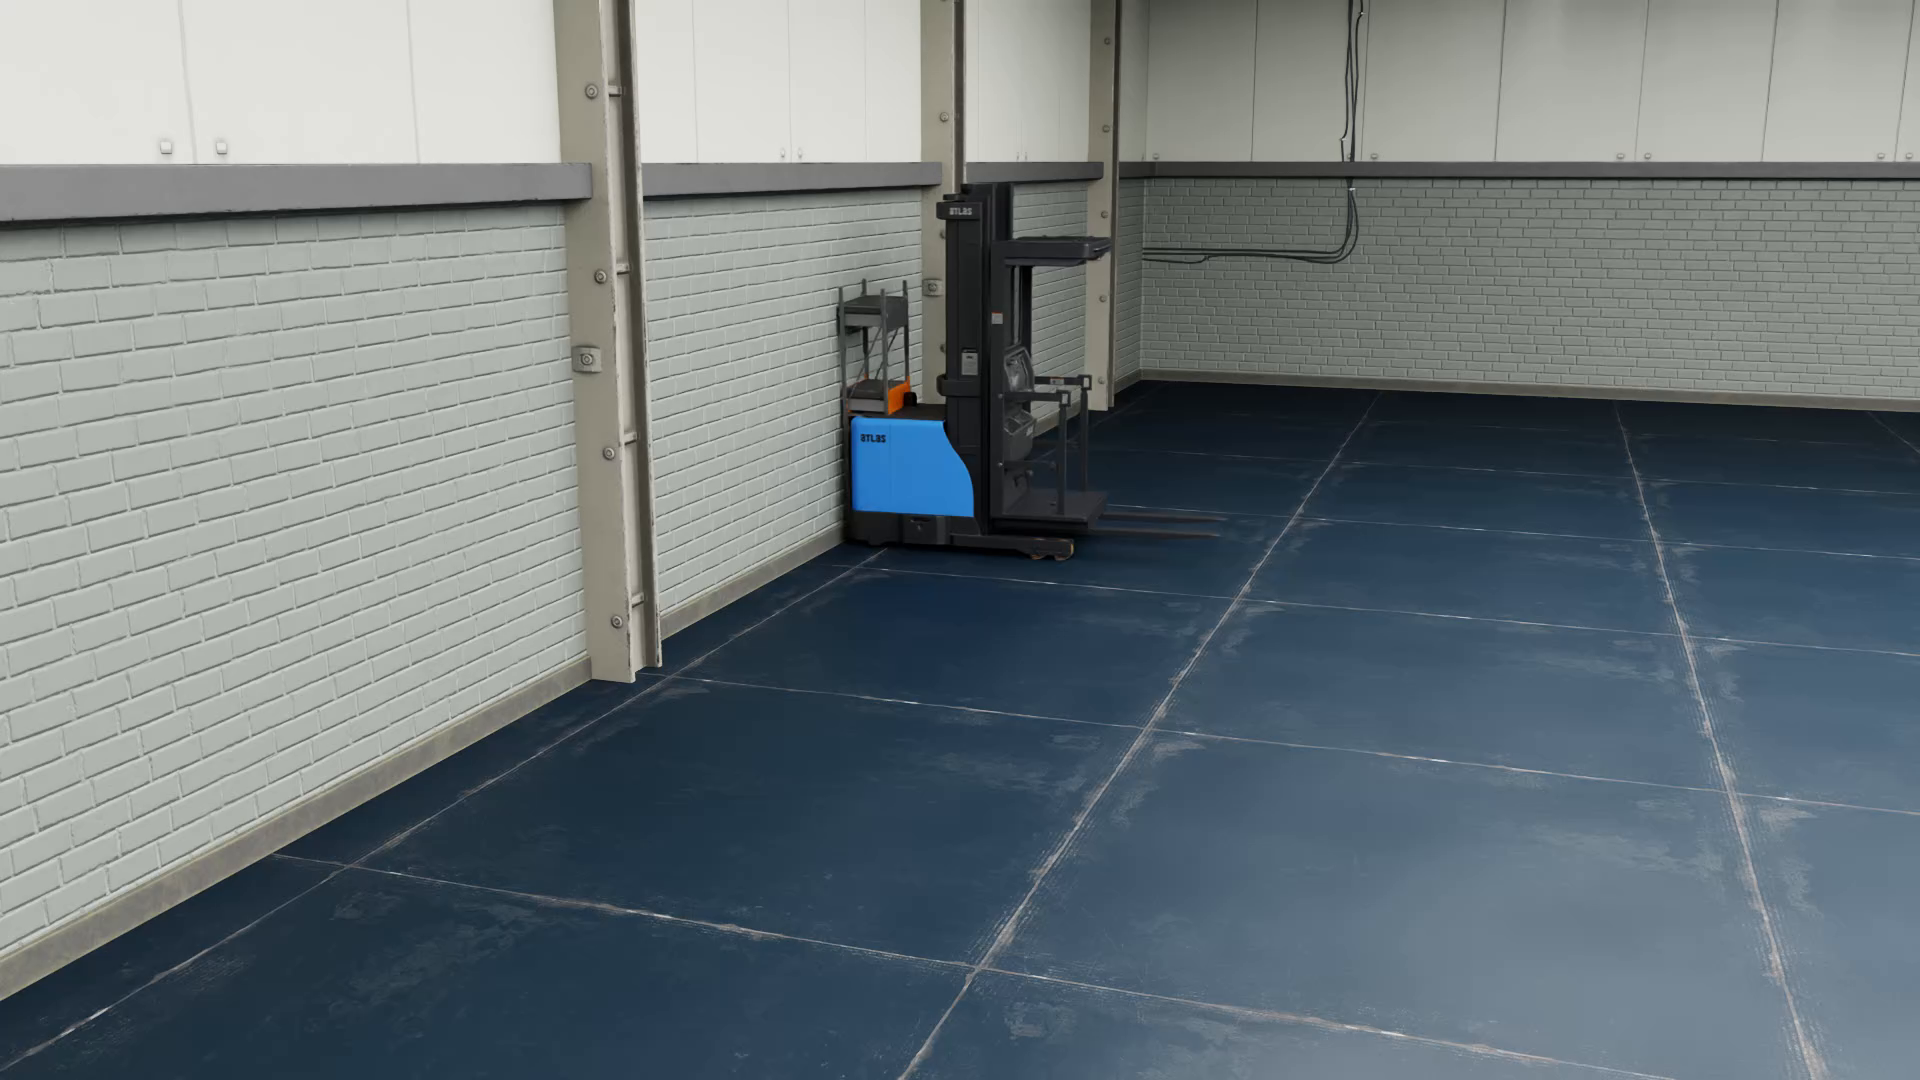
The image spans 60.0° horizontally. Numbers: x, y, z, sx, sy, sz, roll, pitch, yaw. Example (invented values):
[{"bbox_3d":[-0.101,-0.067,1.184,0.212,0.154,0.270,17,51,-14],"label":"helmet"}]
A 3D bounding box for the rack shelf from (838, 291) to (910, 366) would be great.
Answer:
[{"bbox_3d":[-0.702,-1.742,13.661,0.431,0.518,0.480,5,18,19],"label":"rack shelf"}]

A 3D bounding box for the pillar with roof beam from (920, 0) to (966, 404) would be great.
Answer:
[{"bbox_3d":[3.924,-4.519,13.566,9.100,9.000,0.400,4,14,18],"label":"pillar with roof beam"}]

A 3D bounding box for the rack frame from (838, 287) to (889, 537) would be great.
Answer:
[{"bbox_3d":[-0.772,-1.017,13.641,0.400,2.100,0.015,5,18,19],"label":"rack frame"}]

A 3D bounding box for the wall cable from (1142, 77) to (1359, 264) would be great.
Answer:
[{"bbox_3d":[3.996,-5.104,23.105,3.097,2.526,0.112,4,14,18],"label":"wall cable"}]

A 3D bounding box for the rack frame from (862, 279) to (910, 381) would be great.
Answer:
[{"bbox_3d":[-0.610,-1.154,14.081,0.400,2.100,0.015,5,18,19],"label":"rack frame"}]

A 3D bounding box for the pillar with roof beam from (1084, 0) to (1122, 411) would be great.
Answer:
[{"bbox_3d":[5.865,-5.783,19.101,9.100,9.000,0.400,4,14,18],"label":"pillar with roof beam"}]

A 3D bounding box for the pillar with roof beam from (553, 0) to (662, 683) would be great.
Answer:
[{"bbox_3d":[1.982,-3.256,8.031,9.100,9.000,0.400,4,14,18],"label":"pillar with roof beam"}]

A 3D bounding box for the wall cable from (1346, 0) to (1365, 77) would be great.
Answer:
[{"bbox_3d":[6.556,-7.371,21.689,3.097,2.526,0.112,4,14,18],"label":"wall cable"}]

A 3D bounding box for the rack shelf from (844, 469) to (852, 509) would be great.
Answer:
[{"bbox_3d":[-0.680,-0.403,14.069,0.431,0.518,0.480,5,18,19],"label":"rack shelf"}]

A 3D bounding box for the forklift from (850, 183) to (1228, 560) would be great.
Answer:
[{"bbox_3d":[0.669,-1.398,13.524,3.031,2.935,1.130,3,13,14],"label":"forklift"}]

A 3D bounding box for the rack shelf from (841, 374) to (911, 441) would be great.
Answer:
[{"bbox_3d":[-0.691,-1.072,13.865,0.431,0.518,0.480,5,18,19],"label":"rack shelf"}]

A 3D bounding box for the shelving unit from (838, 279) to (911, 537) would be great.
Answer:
[{"bbox_3d":[-0.691,-1.085,13.861,0.431,2.100,0.503,5,18,19],"label":"shelving unit"}]
